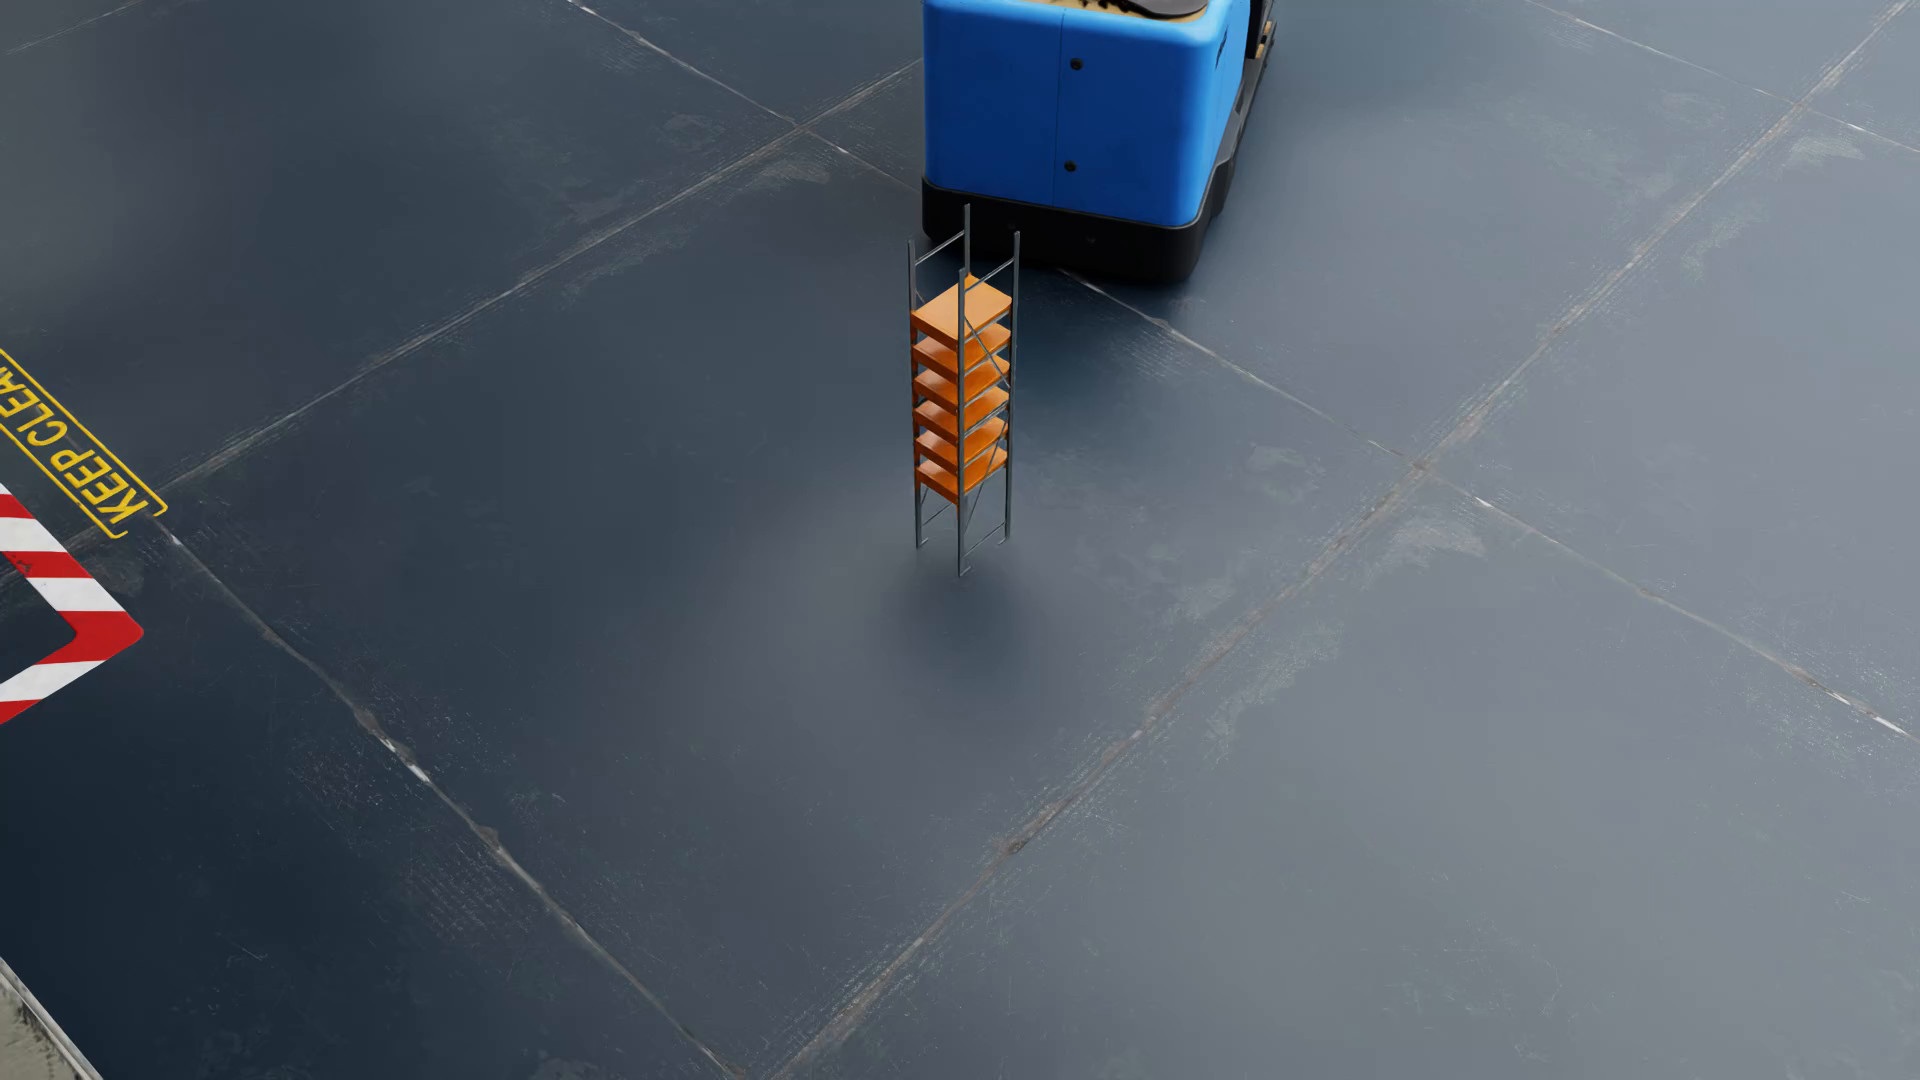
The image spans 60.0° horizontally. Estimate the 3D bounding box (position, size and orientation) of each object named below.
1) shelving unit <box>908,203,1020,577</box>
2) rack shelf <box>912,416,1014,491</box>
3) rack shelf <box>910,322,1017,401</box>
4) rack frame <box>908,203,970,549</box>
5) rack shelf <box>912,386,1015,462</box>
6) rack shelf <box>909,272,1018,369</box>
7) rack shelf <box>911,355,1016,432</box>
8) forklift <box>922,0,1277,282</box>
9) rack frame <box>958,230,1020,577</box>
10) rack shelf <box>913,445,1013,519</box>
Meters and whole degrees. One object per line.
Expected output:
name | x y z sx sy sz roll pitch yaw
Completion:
shelving unit | 0.011 -0.404 4.899 0.189 1.200 0.258 34 55 28
rack shelf | 0.011 -0.291 5.019 0.180 0.103 0.258 34 55 28
rack shelf | 0.011 -0.537 4.757 0.180 0.103 0.258 34 55 28
rack frame | -0.057 -0.449 4.942 0.006 1.200 0.240 34 55 28
rack shelf | 0.011 -0.373 4.932 0.180 0.103 0.258 34 55 28
rack shelf | 0.011 -0.620 4.669 0.180 0.103 0.258 34 55 28
rack shelf | 0.011 -0.455 4.844 0.180 0.103 0.258 34 55 28
forklift | 0.760 -3.054 6.200 1.130 2.935 3.031 12 48 11
rack frame | 0.078 -0.358 4.857 0.006 1.200 0.240 34 55 28
rack shelf | 0.011 -0.209 5.107 0.180 0.103 0.258 34 55 28
